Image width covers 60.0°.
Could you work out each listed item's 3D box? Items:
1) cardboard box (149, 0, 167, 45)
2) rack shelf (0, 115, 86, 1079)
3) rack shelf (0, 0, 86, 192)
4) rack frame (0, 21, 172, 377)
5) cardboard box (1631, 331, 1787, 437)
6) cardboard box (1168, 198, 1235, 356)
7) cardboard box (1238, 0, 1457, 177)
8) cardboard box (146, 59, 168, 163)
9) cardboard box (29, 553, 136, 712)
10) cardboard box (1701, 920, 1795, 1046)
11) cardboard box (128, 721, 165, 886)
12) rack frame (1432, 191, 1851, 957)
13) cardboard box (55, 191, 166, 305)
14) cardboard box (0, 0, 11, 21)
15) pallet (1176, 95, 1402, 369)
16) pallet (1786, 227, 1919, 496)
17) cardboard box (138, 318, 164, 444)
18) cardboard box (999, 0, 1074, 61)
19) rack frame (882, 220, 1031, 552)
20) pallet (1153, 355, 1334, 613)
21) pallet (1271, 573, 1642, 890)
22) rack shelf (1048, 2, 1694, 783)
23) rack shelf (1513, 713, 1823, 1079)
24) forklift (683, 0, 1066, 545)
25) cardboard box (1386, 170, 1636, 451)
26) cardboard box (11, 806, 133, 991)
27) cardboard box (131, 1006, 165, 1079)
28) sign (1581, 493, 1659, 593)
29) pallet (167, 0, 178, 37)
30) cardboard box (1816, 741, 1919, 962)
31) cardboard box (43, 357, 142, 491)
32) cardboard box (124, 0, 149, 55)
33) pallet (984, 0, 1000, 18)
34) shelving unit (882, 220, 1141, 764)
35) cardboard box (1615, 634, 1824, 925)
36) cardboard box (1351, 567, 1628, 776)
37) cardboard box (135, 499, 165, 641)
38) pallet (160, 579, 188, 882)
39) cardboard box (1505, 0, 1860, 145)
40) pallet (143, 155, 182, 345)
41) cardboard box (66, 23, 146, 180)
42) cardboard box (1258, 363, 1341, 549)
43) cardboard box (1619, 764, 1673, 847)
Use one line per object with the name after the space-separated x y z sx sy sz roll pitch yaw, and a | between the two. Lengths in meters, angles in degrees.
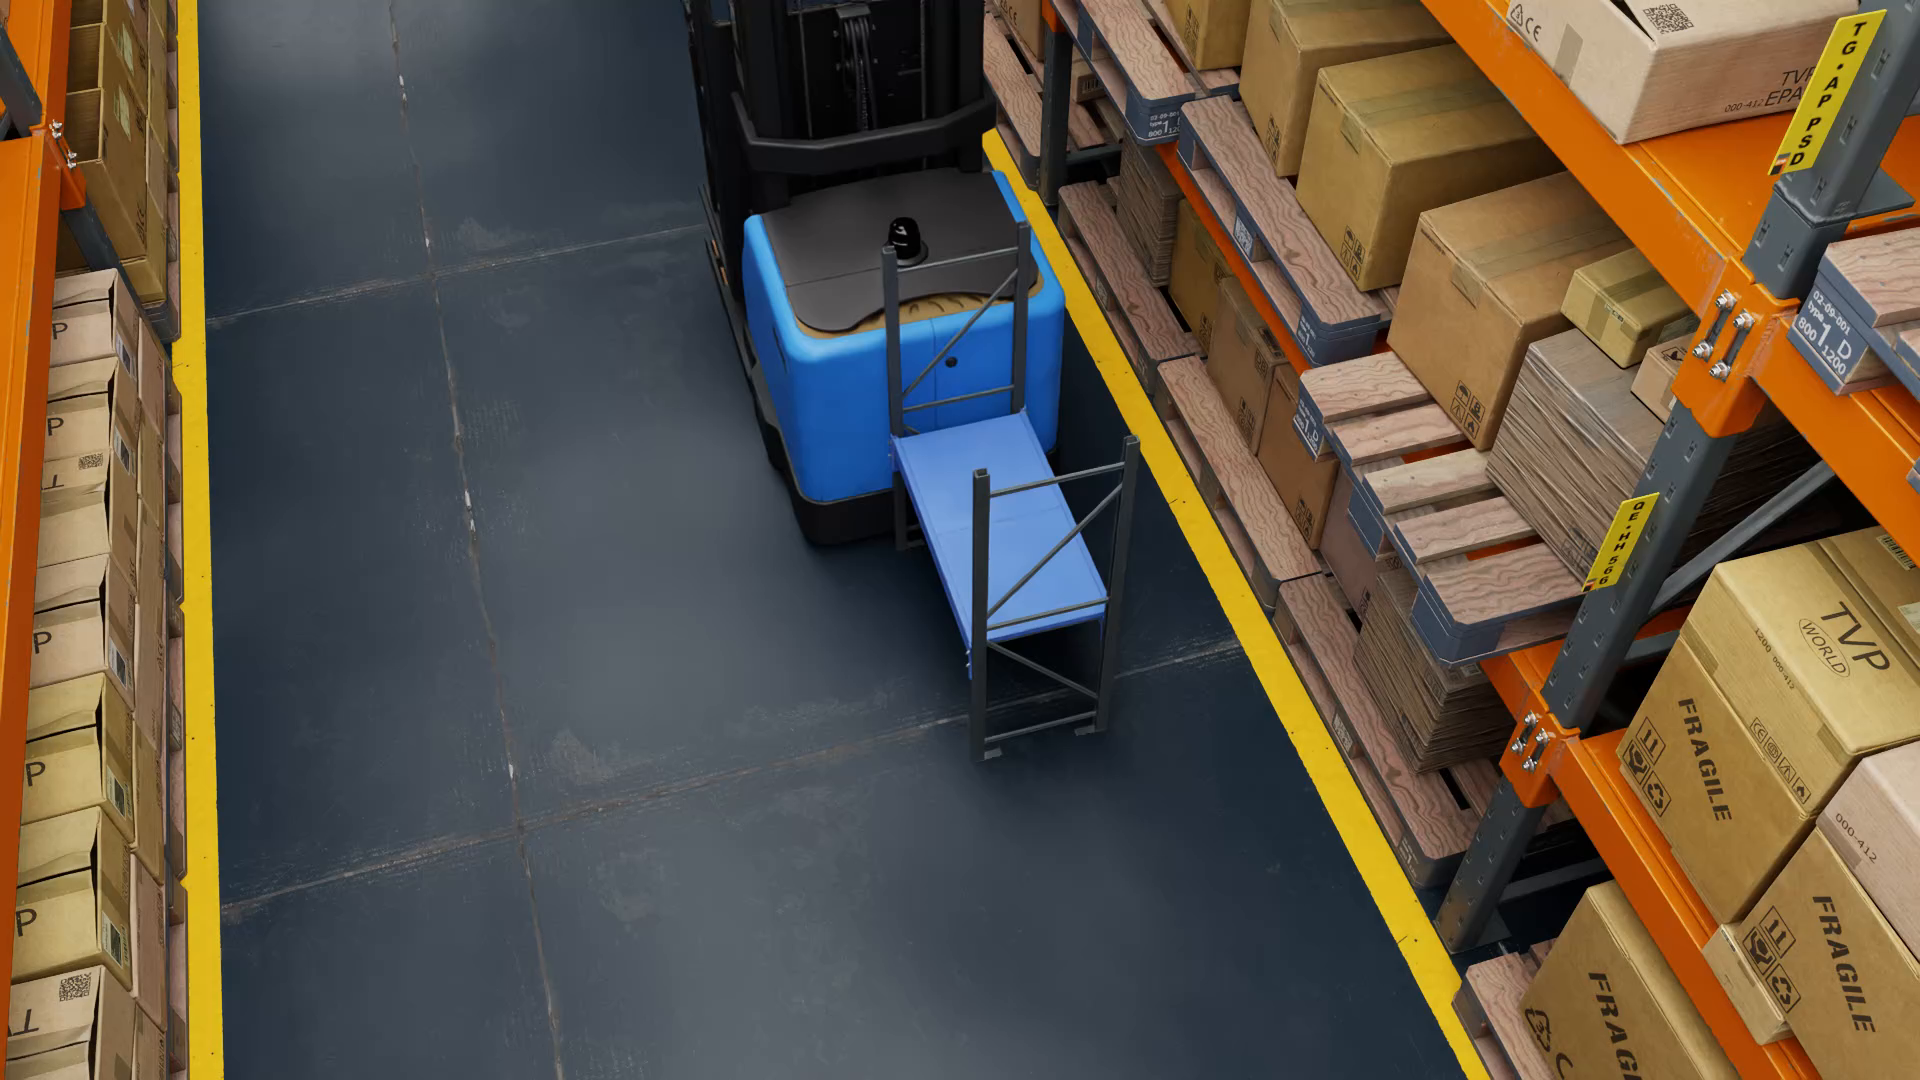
-4.297 -2.690 8.369 0.500 0.250 0.500 -13 51 -11 | cardboard box
-3.272 0.121 4.946 1.077 0.370 4.000 -13 51 -11 | rack shelf
-4.455 -2.801 7.409 1.077 0.370 4.000 -13 51 -11 | rack shelf
-3.863 -1.572 5.903 1.000 3.000 0.127 -13 51 -11 | rack frame
1.920 -0.401 4.139 0.380 0.149 0.250 -19 53 -16 | cardboard box
1.302 -1.131 6.878 0.700 0.500 0.500 -14 51 -12 | cardboard box
1.369 -1.606 5.578 0.700 0.500 0.500 -7 50 -6 | cardboard box
-3.997 -1.961 7.755 0.500 0.250 0.500 -13 51 -11 | cardboard box
-3.019 0.341 5.447 0.500 0.311 0.500 -14 51 -11 | cardboard box
1.991 0.994 3.891 0.380 0.149 0.250 -12 51 -10 | cardboard box
-2.864 0.906 5.337 0.500 0.250 0.500 -15 51 -12 | cardboard box
2.051 0.227 4.386 1.000 3.000 0.127 -13 51 -11 | rack frame
-3.711 -1.228 7.137 0.500 0.250 0.500 -13 51 -11 | cardboard box
-4.163 -2.310 6.460 0.700 0.500 0.500 -14 51 -11 | cardboard box
1.426 -1.148 5.671 1.003 0.211 1.213 -13 51 -11 | pallet
2.292 -0.221 2.926 1.213 0.211 1.003 -11 51 -9 | pallet
-3.464 -0.584 6.593 0.500 0.250 0.500 -14 51 -11 | cardboard box
0.522 -2.780 8.268 0.500 0.500 0.500 -17 52 -14 | cardboard box
-0.010 -0.504 5.983 0.500 1.500 0.032 -13 51 -11 | rack frame
1.464 -0.335 6.684 1.003 0.211 1.213 -13 51 -11 | pallet
1.821 0.555 5.934 1.003 0.211 1.213 -13 51 -11 | pallet
1.459 -1.002 5.893 1.077 0.370 4.000 -13 51 -11 | rack shelf
2.642 1.920 3.430 1.077 0.370 4.000 -13 51 -11 | rack shelf
-0.516 -2.082 6.378 1.130 2.935 3.031 -13 51 -11 | forklift
1.711 -0.690 4.806 0.700 0.500 0.500 -18 52 -14 | cardboard box
-2.718 1.089 4.817 0.500 0.311 0.500 -14 51 -12 | cardboard box
-2.555 1.652 4.709 0.500 0.250 0.500 -13 51 -11 | cardboard box
1.535 0.009 3.865 0.100 0.325 0.005 -13 51 -11 | sign
-4.780 -3.045 8.969 1.003 0.211 1.213 -13 51 -11 | pallet
2.098 0.633 3.281 0.500 0.250 0.500 -14 51 -11 | cardboard box
-3.310 -0.392 6.065 0.500 0.311 0.500 -12 51 -10 | cardboard box
-4.147 -2.567 7.775 0.500 0.500 0.500 -13 51 -11 | cardboard box
0.271 -3.171 9.075 1.003 0.211 1.213 -13 51 -11 | pallet
0.136 -0.131 5.669 0.538 1.500 1.048 -13 51 -11 | shelving unit
1.950 0.505 3.879 0.500 0.500 0.500 -12 51 -10 | cardboard box
1.788 0.377 5.607 0.700 0.500 0.500 -13 51 -10 | cardboard box
-3.164 0.160 5.967 0.500 0.250 0.500 -12 51 -10 | cardboard box
-3.244 0.749 5.770 1.003 0.211 1.213 -13 51 -11 | pallet
1.580 -1.182 3.658 0.500 0.311 0.500 -13 51 -11 | cardboard box
-4.059 -1.263 7.467 1.003 0.211 1.213 -13 51 -11 | pallet
-3.857 -1.835 7.158 0.500 0.500 0.500 -13 51 -11 | cardboard box
1.573 -0.382 6.247 0.700 0.500 0.500 -14 51 -11 | cardboard box
1.927 0.594 4.228 0.380 0.149 0.250 -14 51 -12 | cardboard box
